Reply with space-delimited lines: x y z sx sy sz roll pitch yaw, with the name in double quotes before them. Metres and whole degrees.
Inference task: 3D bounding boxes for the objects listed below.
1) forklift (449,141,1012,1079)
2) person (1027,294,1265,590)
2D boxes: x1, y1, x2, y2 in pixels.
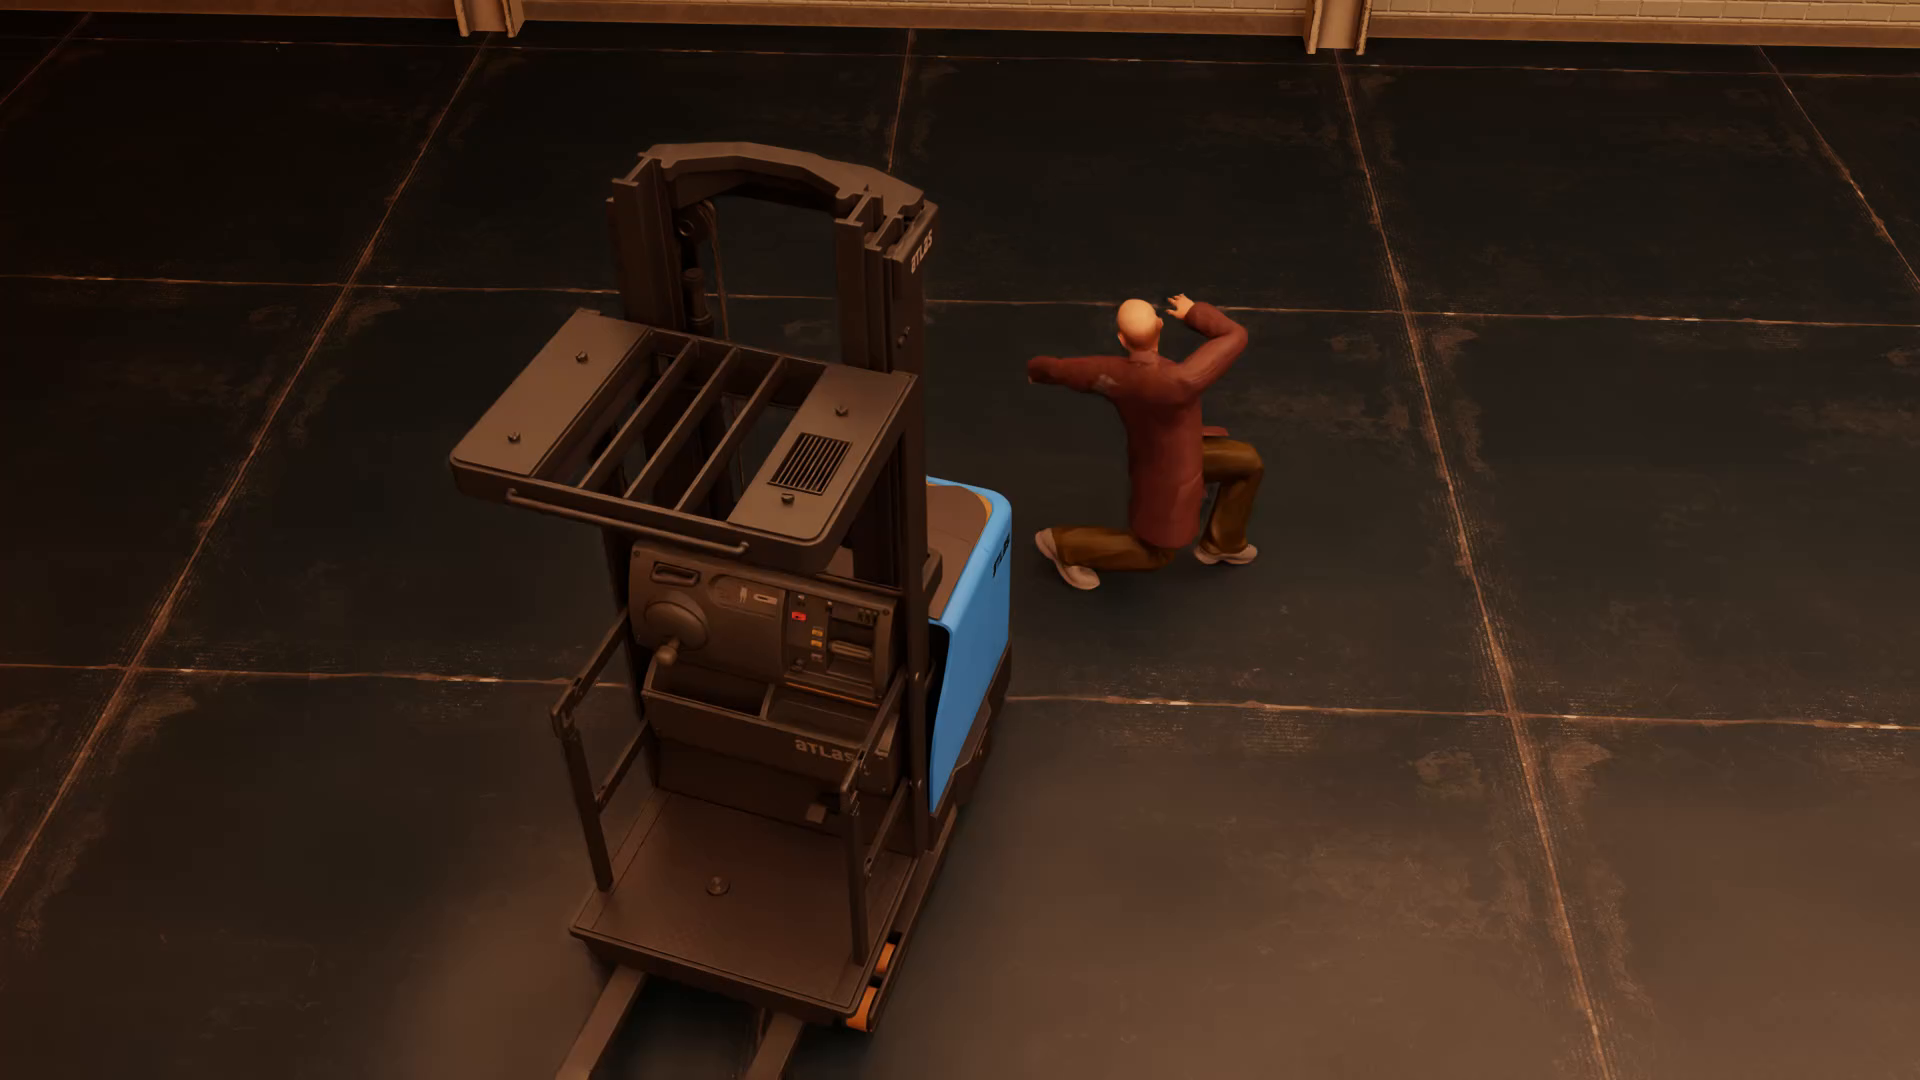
"forklift" -0.728 0.368 5.339 1.130 2.935 3.031 13 44 13
"person" 0.840 -0.518 7.401 1.055 1.477 0.957 -10 43 -11
